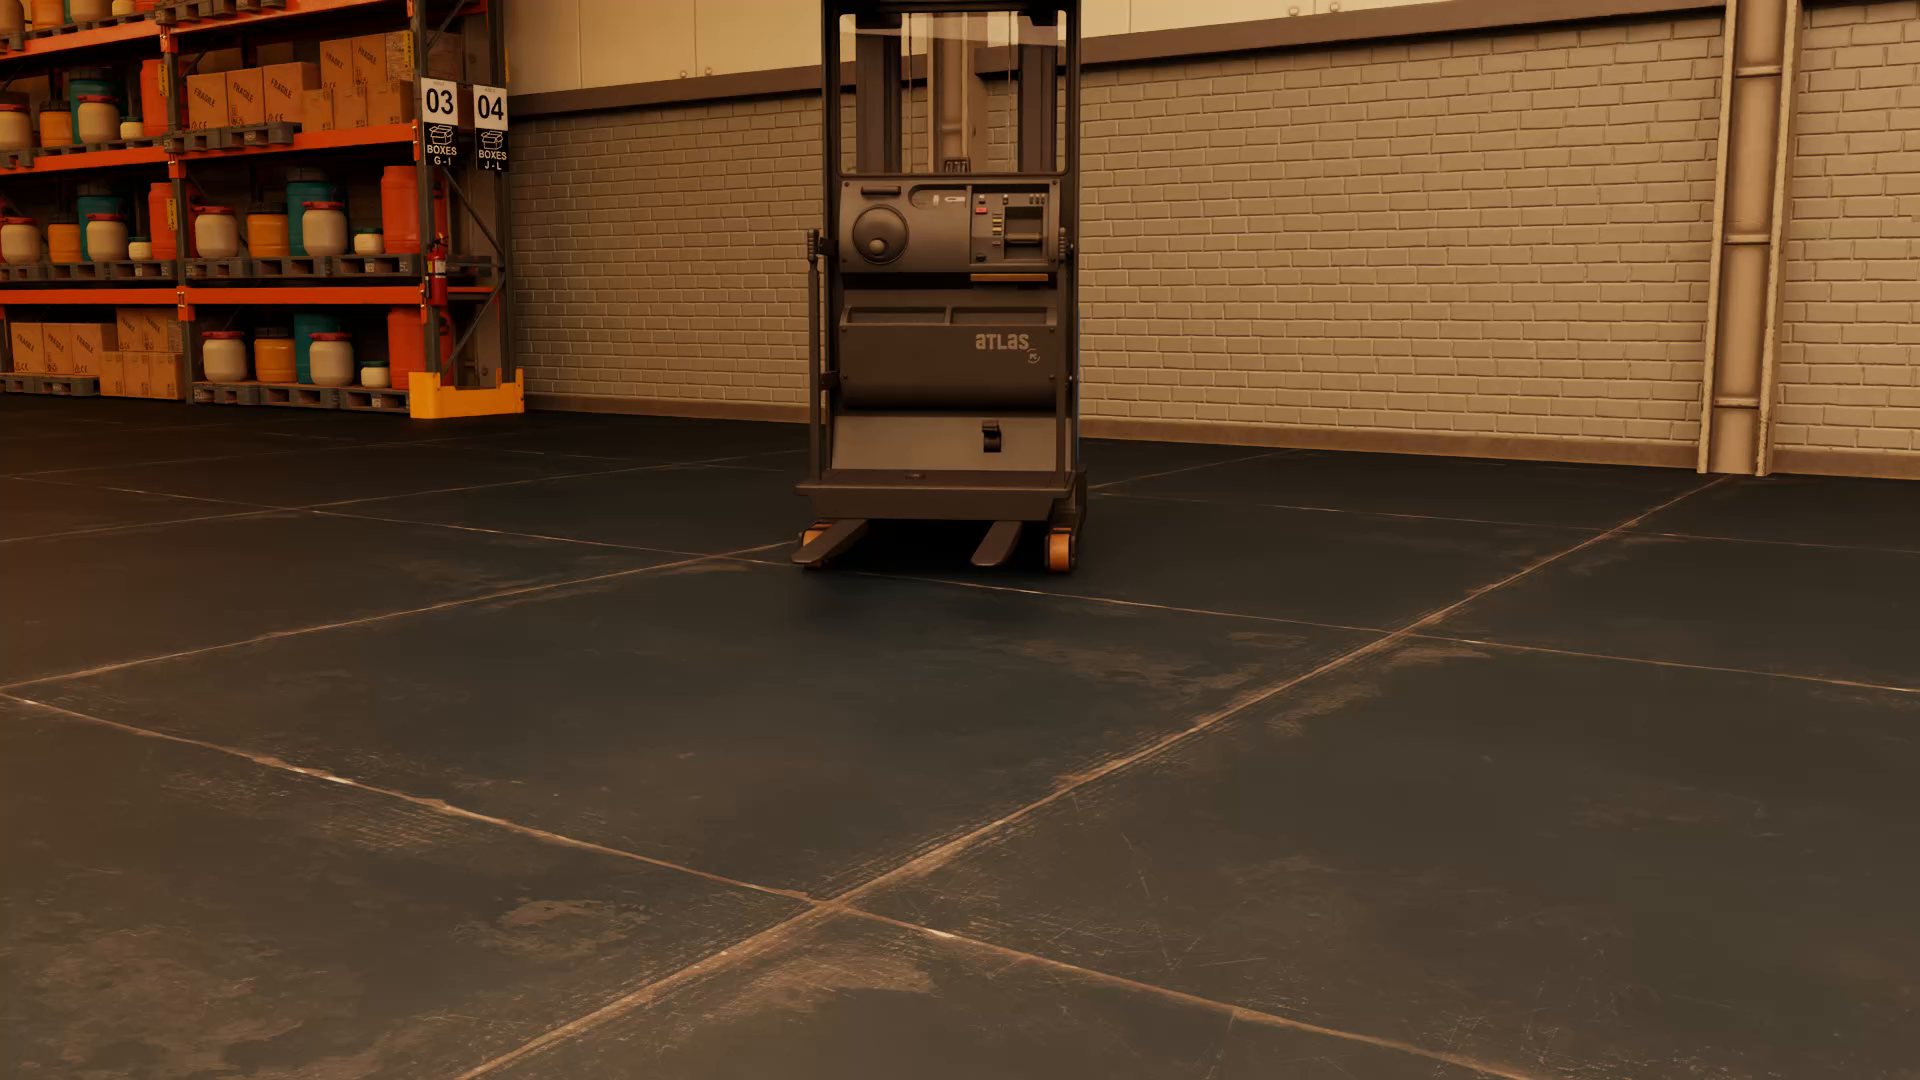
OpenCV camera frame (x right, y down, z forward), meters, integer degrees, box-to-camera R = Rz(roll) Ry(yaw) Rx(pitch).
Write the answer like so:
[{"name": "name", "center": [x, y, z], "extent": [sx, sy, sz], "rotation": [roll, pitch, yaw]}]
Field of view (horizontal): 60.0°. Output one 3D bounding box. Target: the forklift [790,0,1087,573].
[{"name": "forklift", "center": [-0.064, -1.366, 6.796], "extent": [1.130, 2.935, 3.031], "rotation": [1, 8, 6]}]
